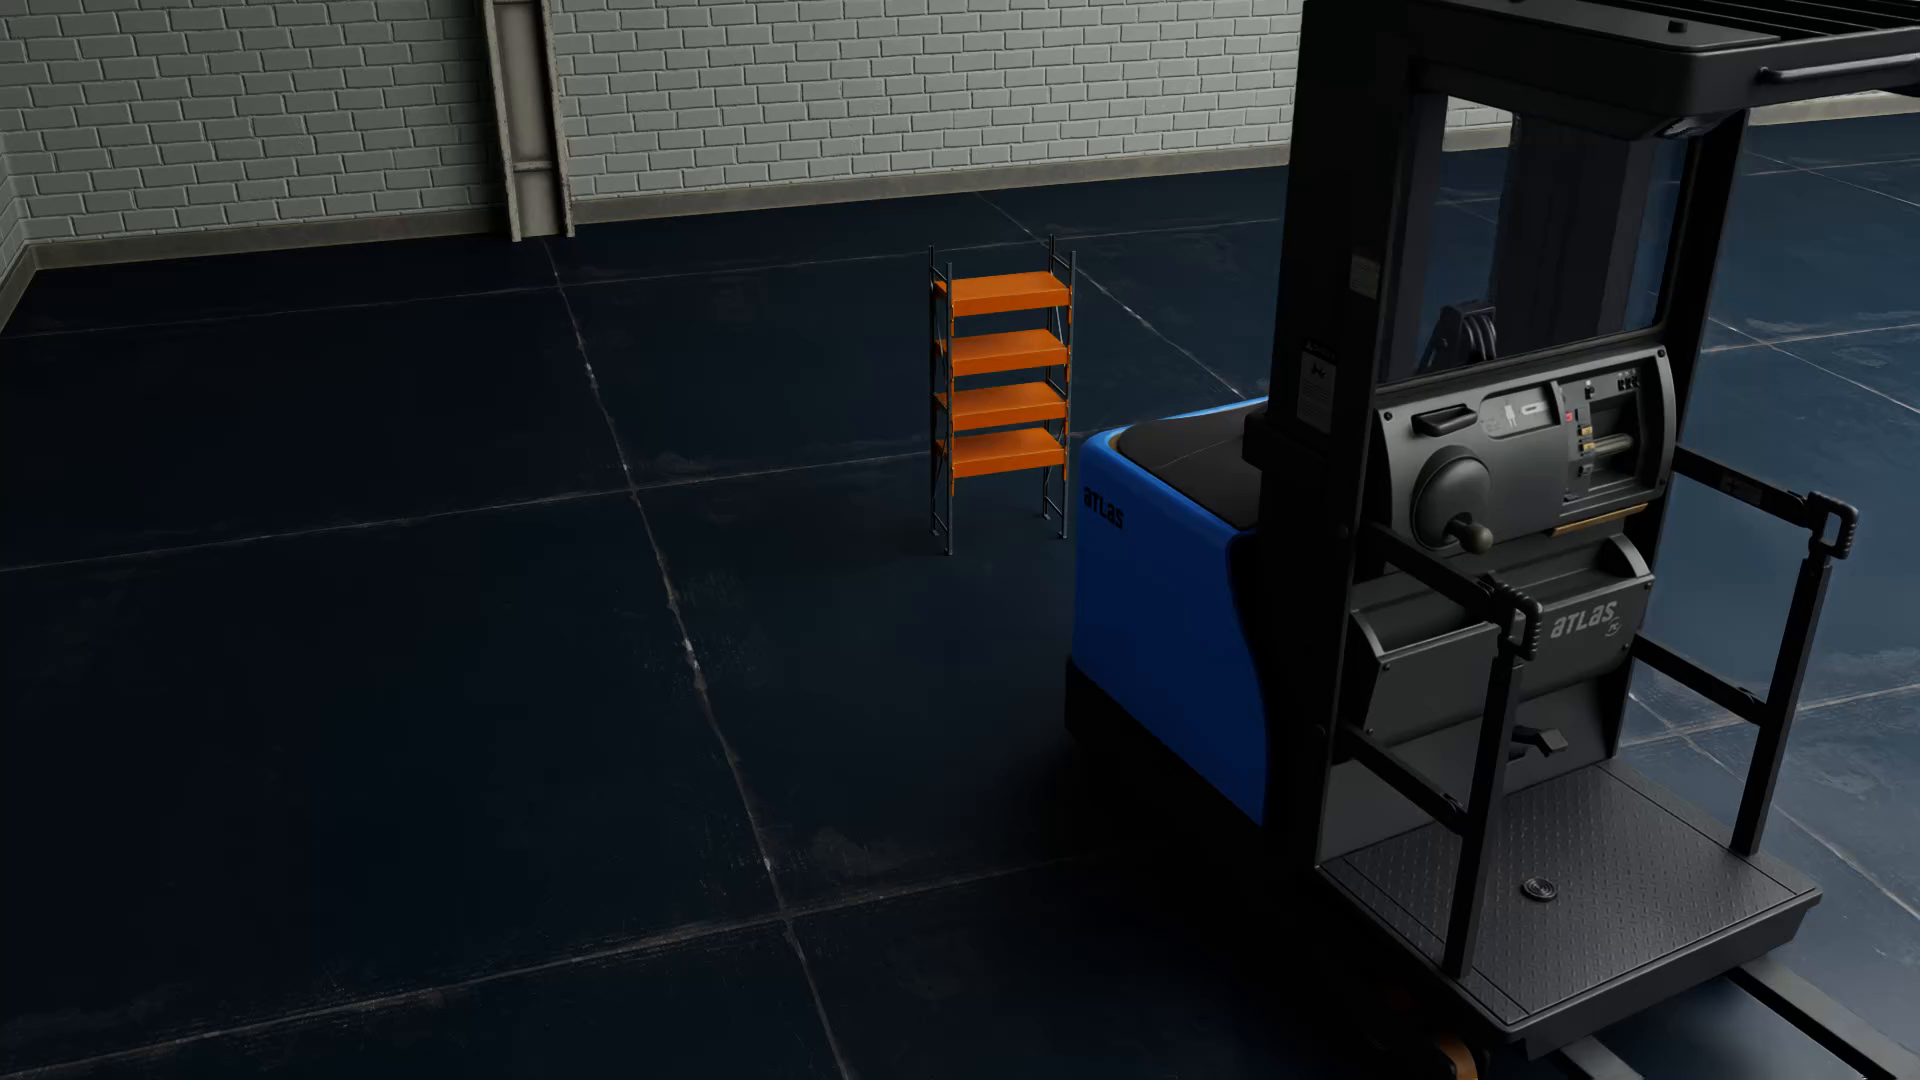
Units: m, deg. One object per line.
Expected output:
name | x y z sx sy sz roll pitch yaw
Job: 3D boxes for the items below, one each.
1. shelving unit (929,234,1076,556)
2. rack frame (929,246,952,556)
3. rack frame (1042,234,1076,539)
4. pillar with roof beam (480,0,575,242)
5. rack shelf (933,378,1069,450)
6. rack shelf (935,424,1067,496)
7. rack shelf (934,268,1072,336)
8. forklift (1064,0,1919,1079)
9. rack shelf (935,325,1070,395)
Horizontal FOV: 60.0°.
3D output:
shelving unit | 0.157 -0.560 6.529 0.503 1.200 0.258 -8 28 -16
rack frame | -0.075 -0.527 6.461 0.015 1.200 0.240 -8 28 -16
rack frame | 0.389 -0.594 6.597 0.015 1.200 0.240 -8 28 -16
pillar with roof beam | -1.374 -4.198 5.086 0.400 9.000 9.100 -8 28 -16
rack shelf | 0.157 -0.500 6.559 0.480 0.148 0.258 -8 28 -16
rack shelf | 0.157 -0.322 6.647 0.480 0.148 0.258 -8 28 -16
rack shelf | 0.157 -0.912 6.354 0.480 0.148 0.258 -8 28 -16
forklift | 1.476 -0.187 3.830 1.130 2.935 3.031 -13 29 -25
rack shelf | 0.157 -0.700 6.460 0.480 0.148 0.258 -8 28 -16
